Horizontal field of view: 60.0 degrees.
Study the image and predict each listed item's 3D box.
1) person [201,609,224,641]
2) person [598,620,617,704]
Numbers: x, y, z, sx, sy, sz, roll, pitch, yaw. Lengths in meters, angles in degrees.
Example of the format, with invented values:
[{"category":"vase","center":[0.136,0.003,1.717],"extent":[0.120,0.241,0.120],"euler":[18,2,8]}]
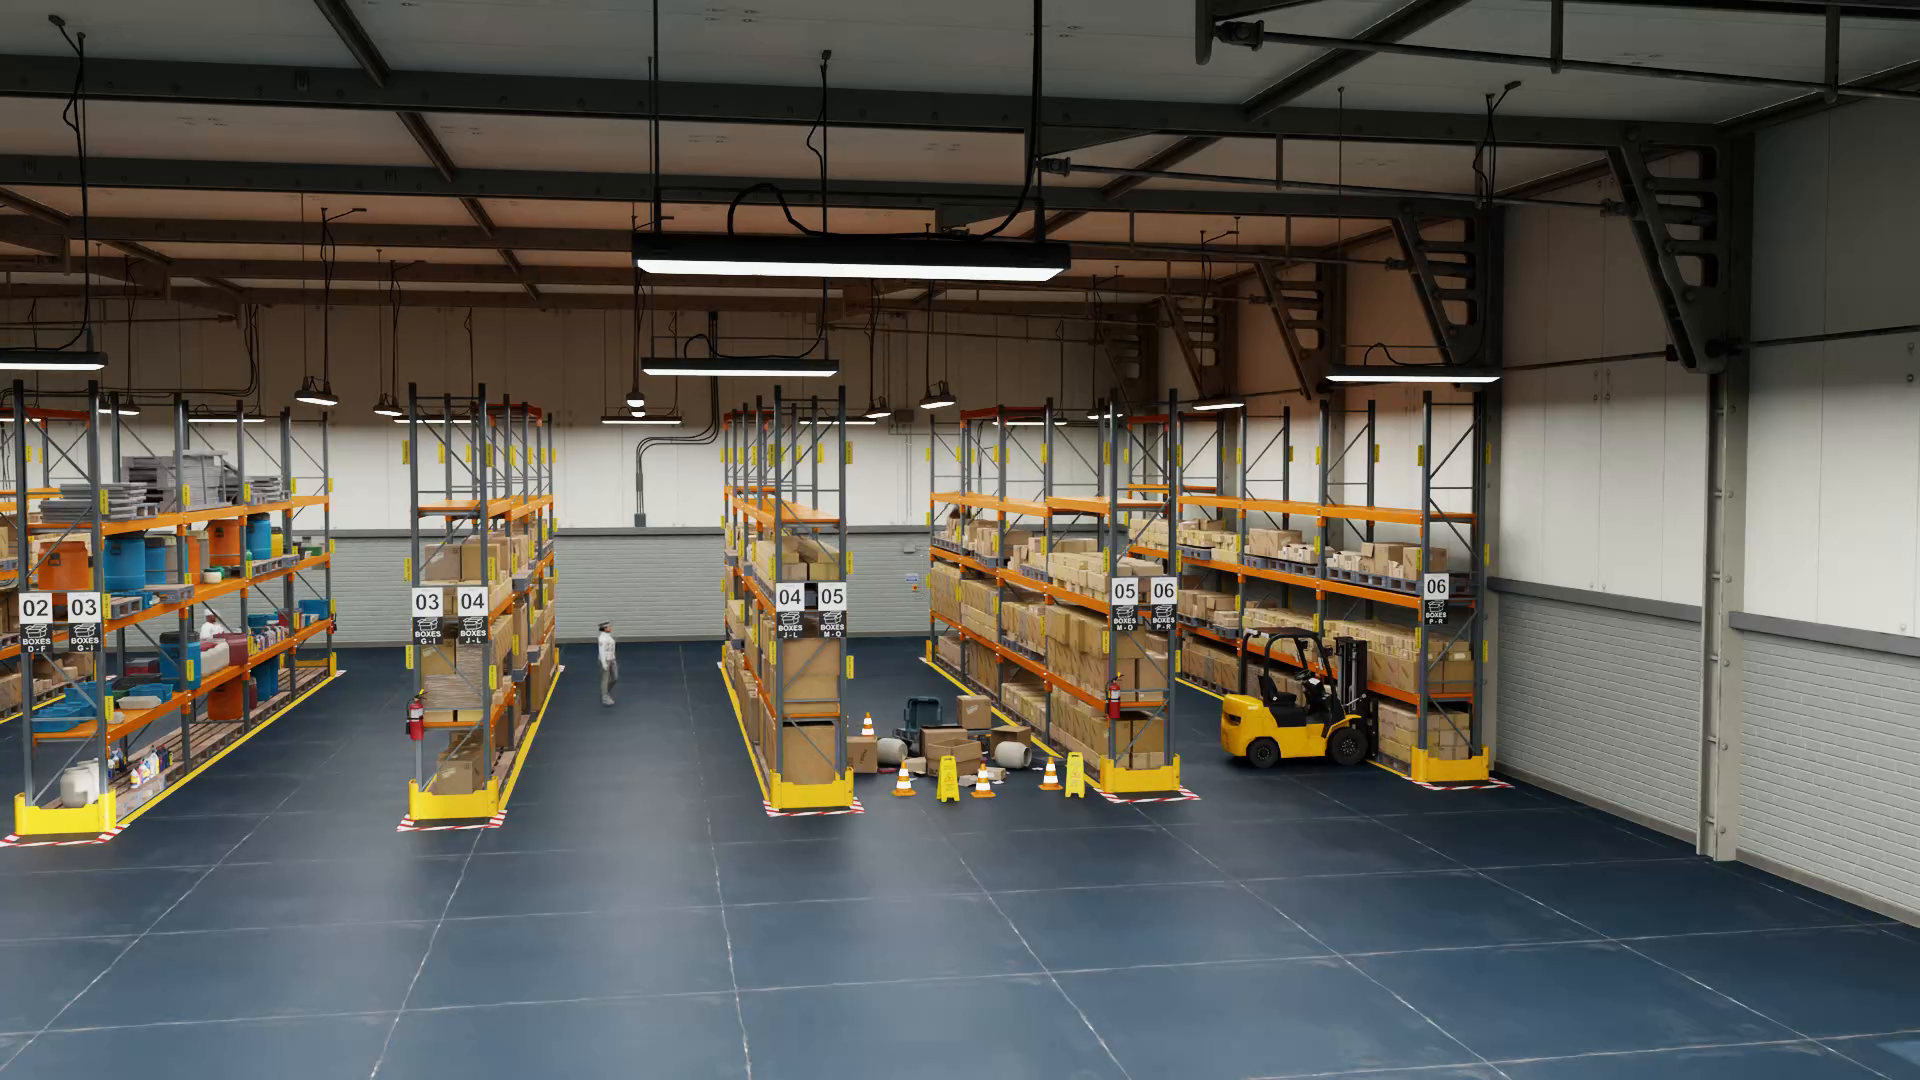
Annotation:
[{"category":"person","center":[-15.713,2.350,35.155],"extent":[0.599,1.795,0.651],"euler":[1,3,27]},{"category":"person","center":[-7.167,2.459,33.698],"extent":[0.456,1.698,0.539],"euler":[1,3,18]}]
